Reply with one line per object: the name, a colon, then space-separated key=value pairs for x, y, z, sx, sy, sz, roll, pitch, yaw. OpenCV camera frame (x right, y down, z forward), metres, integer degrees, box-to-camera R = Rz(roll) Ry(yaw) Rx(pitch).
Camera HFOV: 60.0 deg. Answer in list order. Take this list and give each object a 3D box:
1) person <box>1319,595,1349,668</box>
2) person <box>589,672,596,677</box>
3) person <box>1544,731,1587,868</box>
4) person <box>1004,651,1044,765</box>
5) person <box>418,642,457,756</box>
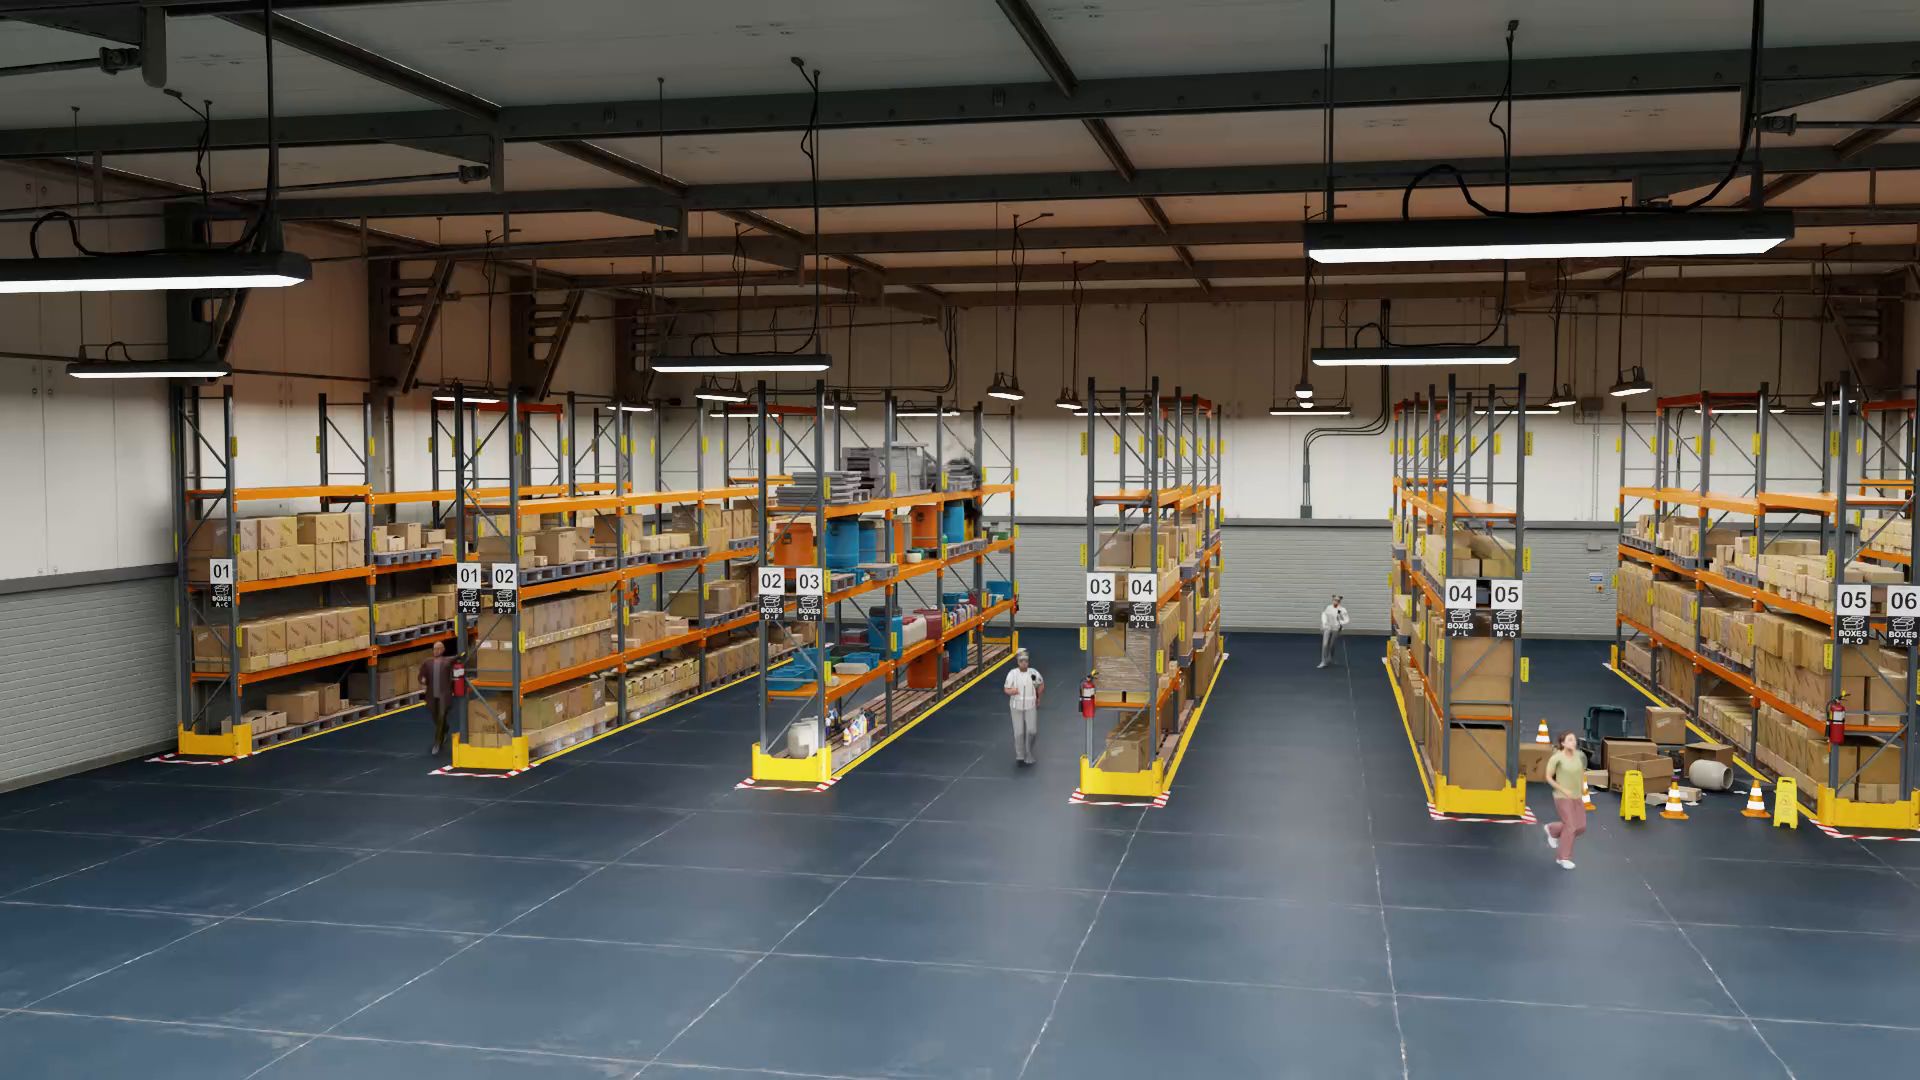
person: x=8.527 y=2.055 z=37.858 sx=0.646 sy=1.651 sz=0.867 roll=1 pitch=3 yaw=22
person: x=-7.424 y=2.265 z=33.251 sx=0.676 sy=1.741 sz=0.971 roll=1 pitch=3 yaw=12
person: x=7.232 y=3.078 z=19.913 sx=0.586 sy=1.640 sz=0.623 roll=-1 pitch=3 yaw=-22
person: x=1.017 y=2.665 z=26.238 sx=0.643 sy=1.805 sz=0.676 roll=0 pitch=3 yaw=0
person: x=-8.562 y=2.570 z=27.364 sx=0.707 sy=1.798 sz=1.049 roll=0 pitch=3 yaw=2
